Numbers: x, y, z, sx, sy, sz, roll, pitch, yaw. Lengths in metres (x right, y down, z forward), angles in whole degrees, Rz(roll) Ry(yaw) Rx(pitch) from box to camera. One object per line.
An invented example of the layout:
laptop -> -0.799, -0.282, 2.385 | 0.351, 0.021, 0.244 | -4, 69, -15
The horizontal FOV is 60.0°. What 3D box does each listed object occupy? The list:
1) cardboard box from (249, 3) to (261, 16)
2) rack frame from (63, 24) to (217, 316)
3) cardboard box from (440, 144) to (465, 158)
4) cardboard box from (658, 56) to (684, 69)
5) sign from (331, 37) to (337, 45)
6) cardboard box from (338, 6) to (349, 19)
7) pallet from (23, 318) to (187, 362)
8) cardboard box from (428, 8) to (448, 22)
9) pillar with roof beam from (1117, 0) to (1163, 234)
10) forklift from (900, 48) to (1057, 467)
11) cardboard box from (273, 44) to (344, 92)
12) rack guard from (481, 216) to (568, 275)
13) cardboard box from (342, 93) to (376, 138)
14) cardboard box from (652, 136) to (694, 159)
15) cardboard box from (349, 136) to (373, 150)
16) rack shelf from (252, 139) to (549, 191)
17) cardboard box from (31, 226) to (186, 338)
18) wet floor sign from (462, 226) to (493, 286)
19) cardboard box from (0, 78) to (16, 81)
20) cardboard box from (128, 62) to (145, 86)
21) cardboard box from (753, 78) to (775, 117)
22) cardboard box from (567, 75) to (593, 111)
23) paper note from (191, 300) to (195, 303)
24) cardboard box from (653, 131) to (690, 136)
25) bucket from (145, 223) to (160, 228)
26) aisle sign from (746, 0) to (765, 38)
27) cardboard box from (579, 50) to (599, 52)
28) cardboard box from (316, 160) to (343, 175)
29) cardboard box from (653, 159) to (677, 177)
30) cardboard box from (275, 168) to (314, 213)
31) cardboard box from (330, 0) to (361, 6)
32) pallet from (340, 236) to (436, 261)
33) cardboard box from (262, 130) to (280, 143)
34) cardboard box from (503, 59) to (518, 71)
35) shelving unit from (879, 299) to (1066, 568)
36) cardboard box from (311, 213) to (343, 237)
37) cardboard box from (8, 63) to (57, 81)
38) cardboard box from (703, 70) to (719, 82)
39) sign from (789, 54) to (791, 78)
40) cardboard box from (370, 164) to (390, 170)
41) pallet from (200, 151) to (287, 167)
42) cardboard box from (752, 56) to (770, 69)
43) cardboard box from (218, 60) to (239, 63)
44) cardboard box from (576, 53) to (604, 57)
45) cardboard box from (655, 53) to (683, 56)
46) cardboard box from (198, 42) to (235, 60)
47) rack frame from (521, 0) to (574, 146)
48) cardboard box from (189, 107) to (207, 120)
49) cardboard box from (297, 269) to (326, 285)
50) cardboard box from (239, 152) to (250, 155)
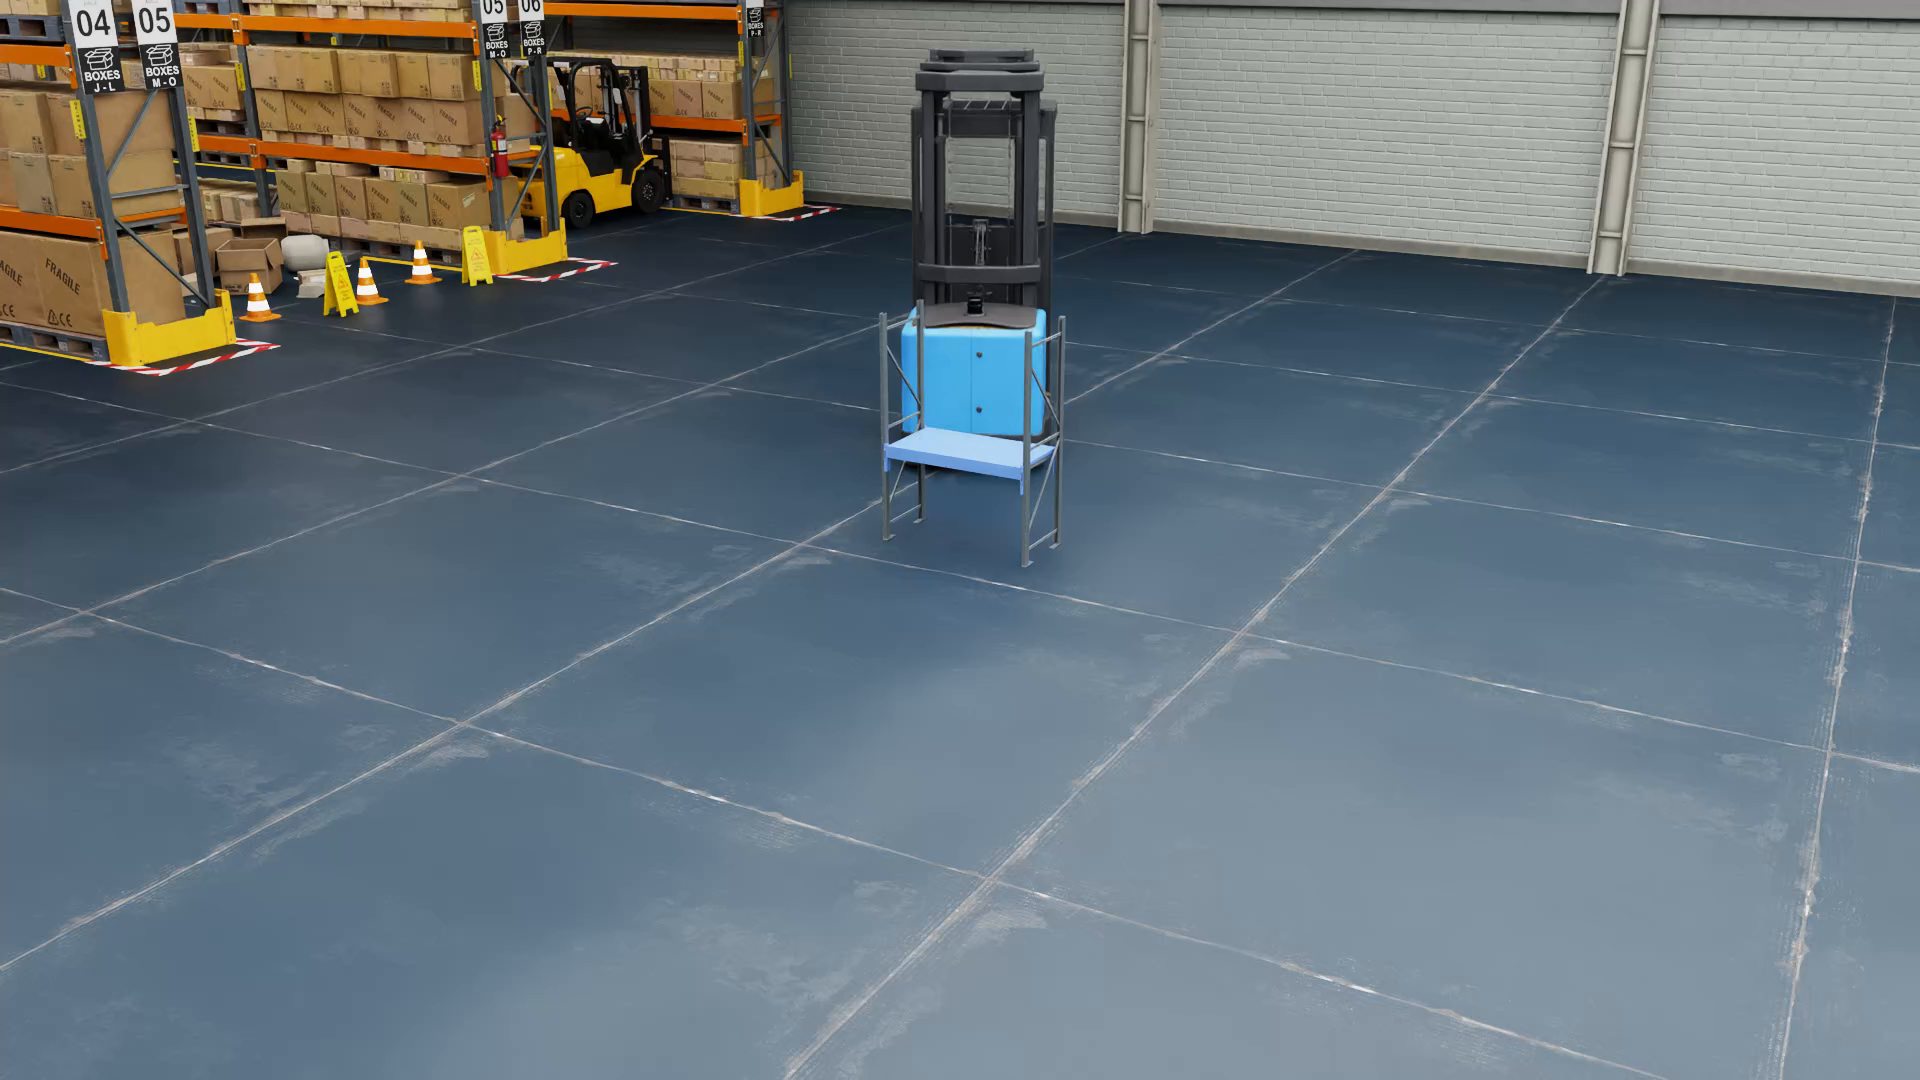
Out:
cardboard box -> -8.474, -6.515, 20.397 | 0.250, 0.149, 0.380 | 10, 22, 26
rack frame -> -7.462, -3.194, 15.270 | 0.127, 3.000, 1.000 | 11, 23, 27
cardboard box -> -5.842, -4.574, 19.443 | 0.250, 0.149, 0.380 | 10, 22, 27
cardboard box -> -4.069, -6.792, 23.656 | 0.250, 0.149, 0.380 | 11, 23, 29
sign -> -9.959, -7.837, 26.489 | 0.005, 0.325, 0.100 | 11, 23, 27
cardboard box -> -7.128, -6.259, 19.691 | 0.250, 0.149, 0.380 | 11, 23, 28
pallet -> -8.198, -1.992, 16.048 | 1.213, 0.211, 1.003 | 11, 23, 27
cardboard box -> -5.817, -5.984, 18.932 | 0.250, 0.149, 0.380 | 11, 23, 28
pillar with roof beam -> 0.252, -7.087, 17.207 | 0.400, 9.000, 9.100 | 11, 23, 27
forklift -> 0.192, -2.364, 13.083 | 1.130, 2.935, 3.031 | 1, 20, 4
cardboard box -> -7.915, -5.777, 20.343 | 0.500, 0.500, 0.700 | 11, 23, 28
rack guard -> -5.203, -3.522, 19.840 | 0.348, 0.500, 1.175 | 11, 23, 27
cardboard box -> -7.048, -5.138, 20.048 | 0.500, 0.500, 0.500 | 11, 23, 28
cardboard box -> -4.167, -5.685, 24.089 | 0.500, 0.250, 0.500 | 11, 23, 28
cardboard box -> -7.164, -4.834, 20.161 | 0.250, 0.149, 0.380 | 11, 23, 27
rack shelf -> -6.882, -4.678, 20.419 | 4.000, 0.370, 1.077 | 11, 23, 27
cardboard box -> -8.086, -2.485, 15.818 | 0.875, 0.875, 0.875 | 11, 23, 28
wet floor sign -> -5.492, -3.227, 18.815 | 0.267, 0.644, 0.232 | -16, 26, -38
cardboard box -> -9.708, -4.178, 16.180 | 0.550, 0.550, 0.875 | 11, 23, 27
cardboard box -> -10.482, -5.999, 21.804 | 0.500, 0.500, 0.500 | 10, 22, 25
cardboard box -> -3.016, -6.374, 23.892 | 0.500, 0.500, 0.500 | 12, 23, 29
cardboard box -> -5.488, -6.641, 24.628 | 0.500, 0.500, 0.500 | 11, 23, 28
paper note -> -8.279, -2.577, 17.954 | 0.032, 0.001, 0.123 | -11, 23, -29
cardboard box -> -4.359, -5.929, 24.762 | 0.500, 0.250, 0.500 | 10, 22, 26
bucket -> -9.711, -3.698, 19.233 | 0.726, 0.611, 0.620 | -16, 16, -38
aisle sign -> -2.805, -7.286, 22.740 | 0.004, 0.787, 0.394 | 11, 23, 27
cardboard box -> -5.586, -7.302, 25.062 | 0.250, 0.149, 0.380 | 10, 22, 26
cardboard box -> -7.715, -4.609, 20.539 | 0.250, 0.149, 0.380 | 12, 23, 29
cardboard box -> -4.190, -5.456, 24.191 | 0.500, 0.250, 0.500 | 10, 22, 26
cardboard box -> -8.245, -4.428, 20.990 | 0.500, 0.500, 0.500 | 12, 23, 30
cardboard box -> -7.050, -6.421, 19.551 | 0.500, 0.250, 0.500 | 11, 23, 28
pallet -> -6.956, -3.735, 20.851 | 1.213, 0.211, 1.003 | 11, 23, 27
cardboard box -> -8.510, -5.083, 20.848 | 0.250, 0.149, 0.380 | 11, 23, 27
cardboard box -> -6.852, -7.208, 25.239 | 0.250, 0.149, 0.380 | 10, 22, 27
shelving unit -> 0.074, -0.691, 10.570 | 1.048, 1.500, 0.538 | 11, 23, 27
cardboard box -> -7.773, -3.990, 20.883 | 0.500, 0.250, 0.500 | 12, 23, 30
cardboard box -> -12.699, -6.540, 22.882 | 0.500, 0.500, 0.500 | 10, 22, 26
cardboard box -> -3.396, -6.522, 23.349 | 0.250, 0.149, 0.380 | 11, 23, 28
sign -> -2.443, -6.771, 23.746 | 0.005, 0.325, 0.100 | 11, 23, 27
cardboard box -> -7.536, -4.504, 21.200 | 0.500, 0.500, 0.500 | 11, 23, 28
pallet -> -12.466, -6.723, 29.090 | 1.213, 0.211, 1.003 | 11, 23, 27
cardboard box -> -2.908, -6.774, 23.605 | 0.250, 0.149, 0.380 | 10, 22, 26
cardboard box -> -9.760, -6.066, 21.991 | 0.500, 0.500, 0.500 | 11, 22, 27
cardboard box -> -5.403, -7.048, 24.363 | 0.250, 0.149, 0.380 | 11, 23, 28
cardboard box -> -4.244, -7.039, 24.338 | 0.250, 0.149, 0.380 | 11, 23, 28
cardboard box -> -12.430, -8.169, 28.225 | 0.500, 0.500, 0.700 | 11, 23, 28
rack frame -> -6.211, -6.828, 25.288 | 0.127, 3.000, 1.000 | 11, 23, 27
cardboard box -> -9.676, -5.513, 21.418 | 0.250, 0.149, 0.380 | 10, 22, 26
cardboard box -> -7.265, -2.960, 18.808 | 0.380, 0.149, 0.250 | -11, 23, -29
cardboard box -> -11.979, -6.863, 28.436 | 0.500, 0.500, 0.500 | 10, 22, 26
